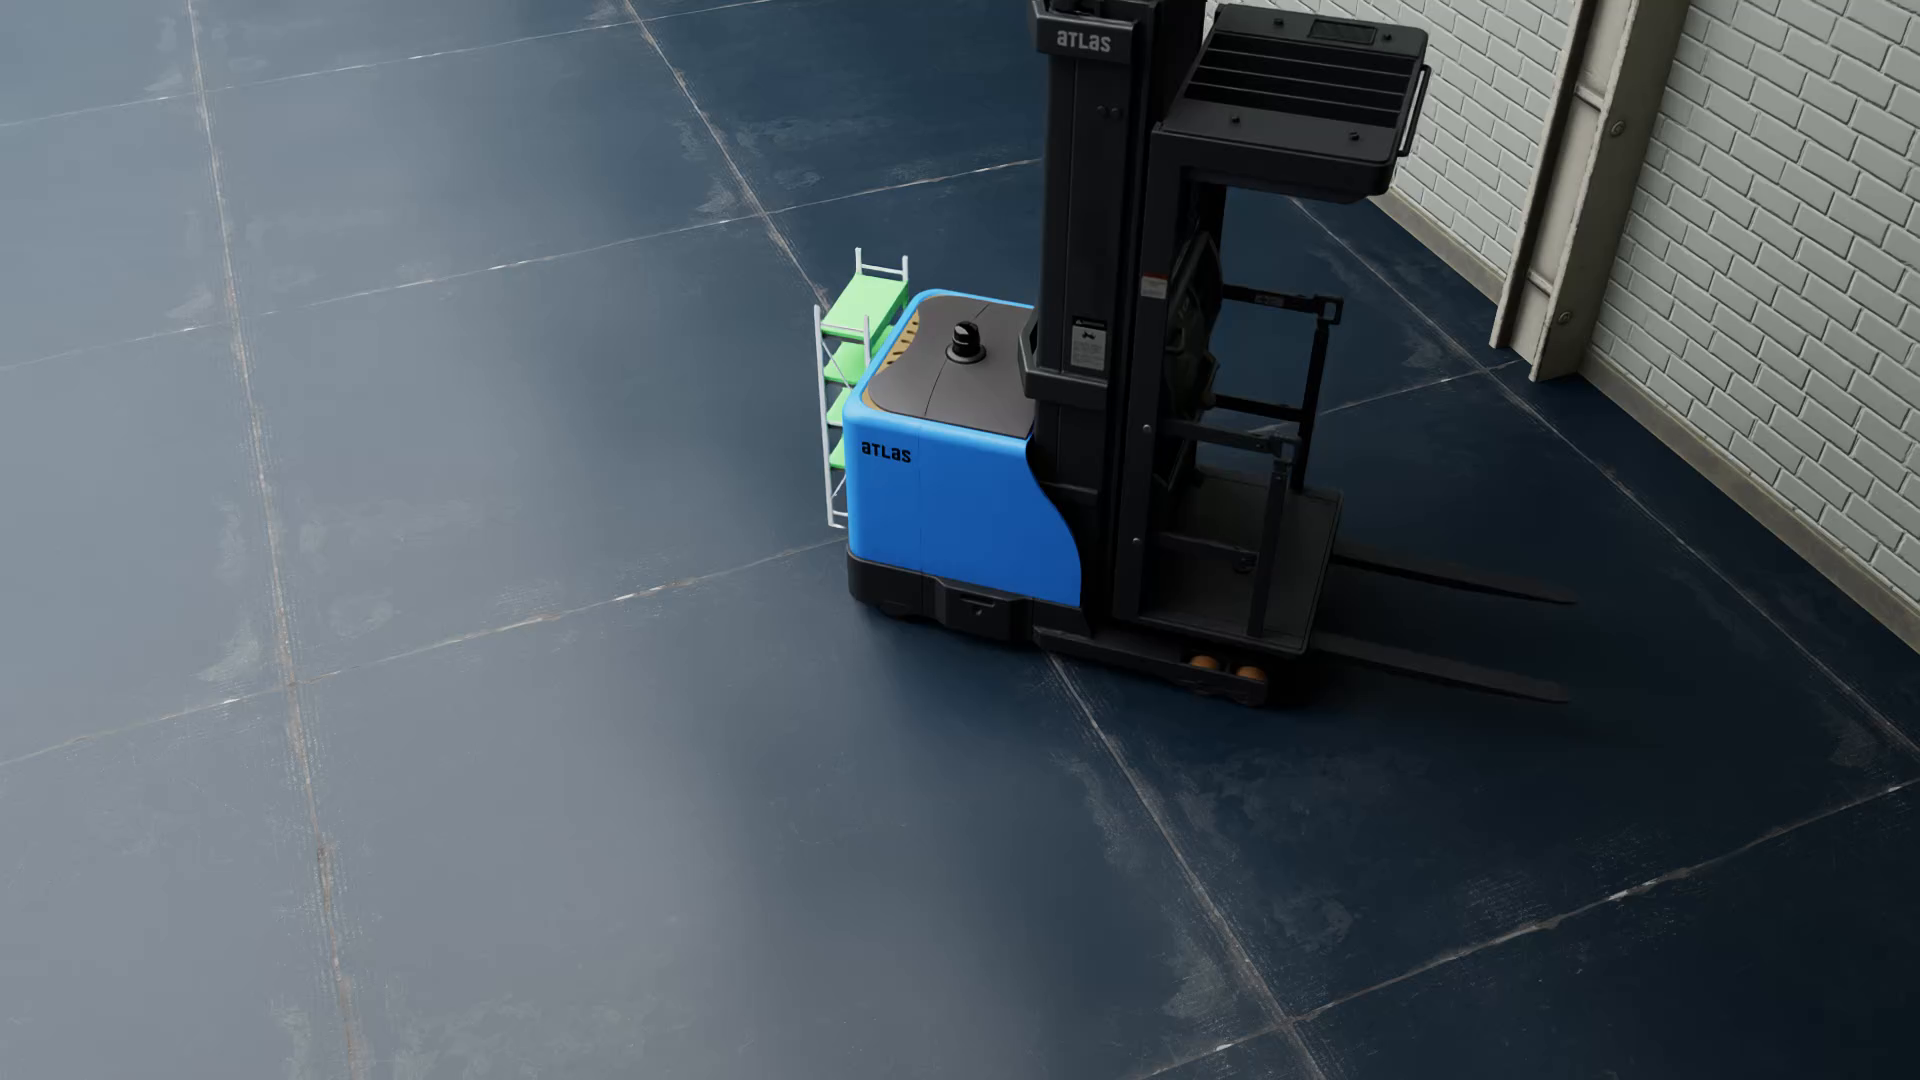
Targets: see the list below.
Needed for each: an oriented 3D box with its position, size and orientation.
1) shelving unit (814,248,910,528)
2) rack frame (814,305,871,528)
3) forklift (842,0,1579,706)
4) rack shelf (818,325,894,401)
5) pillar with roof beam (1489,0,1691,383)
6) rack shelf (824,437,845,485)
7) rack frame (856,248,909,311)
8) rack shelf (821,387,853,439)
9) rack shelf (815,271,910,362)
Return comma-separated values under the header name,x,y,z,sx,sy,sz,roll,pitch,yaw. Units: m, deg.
name,x,y,z,sx,sy,sz,roll,pitch,yaw
shelving unit,-0.419,-0.652,7.507,0.258,1.200,0.503,12,42,14
rack frame,-0.495,-0.501,7.331,0.240,1.200,0.015,12,42,14
forklift,1.085,-0.819,6.373,3.031,2.935,1.130,12,42,14
rack shelf,-0.419,-0.786,7.392,0.258,0.148,0.480,12,42,14
pillar with roof beam,-0.935,-3.309,4.615,9.100,9.000,0.400,-15,43,-17
rack shelf,-0.419,-0.422,7.705,0.258,0.148,0.480,12,42,14
rack frame,-0.343,-0.804,7.683,0.240,1.200,0.015,12,42,14
rack shelf,-0.419,-0.604,7.549,0.258,0.148,0.480,12,42,14
rack shelf,-0.419,-0.968,7.236,0.258,0.148,0.480,12,42,14
